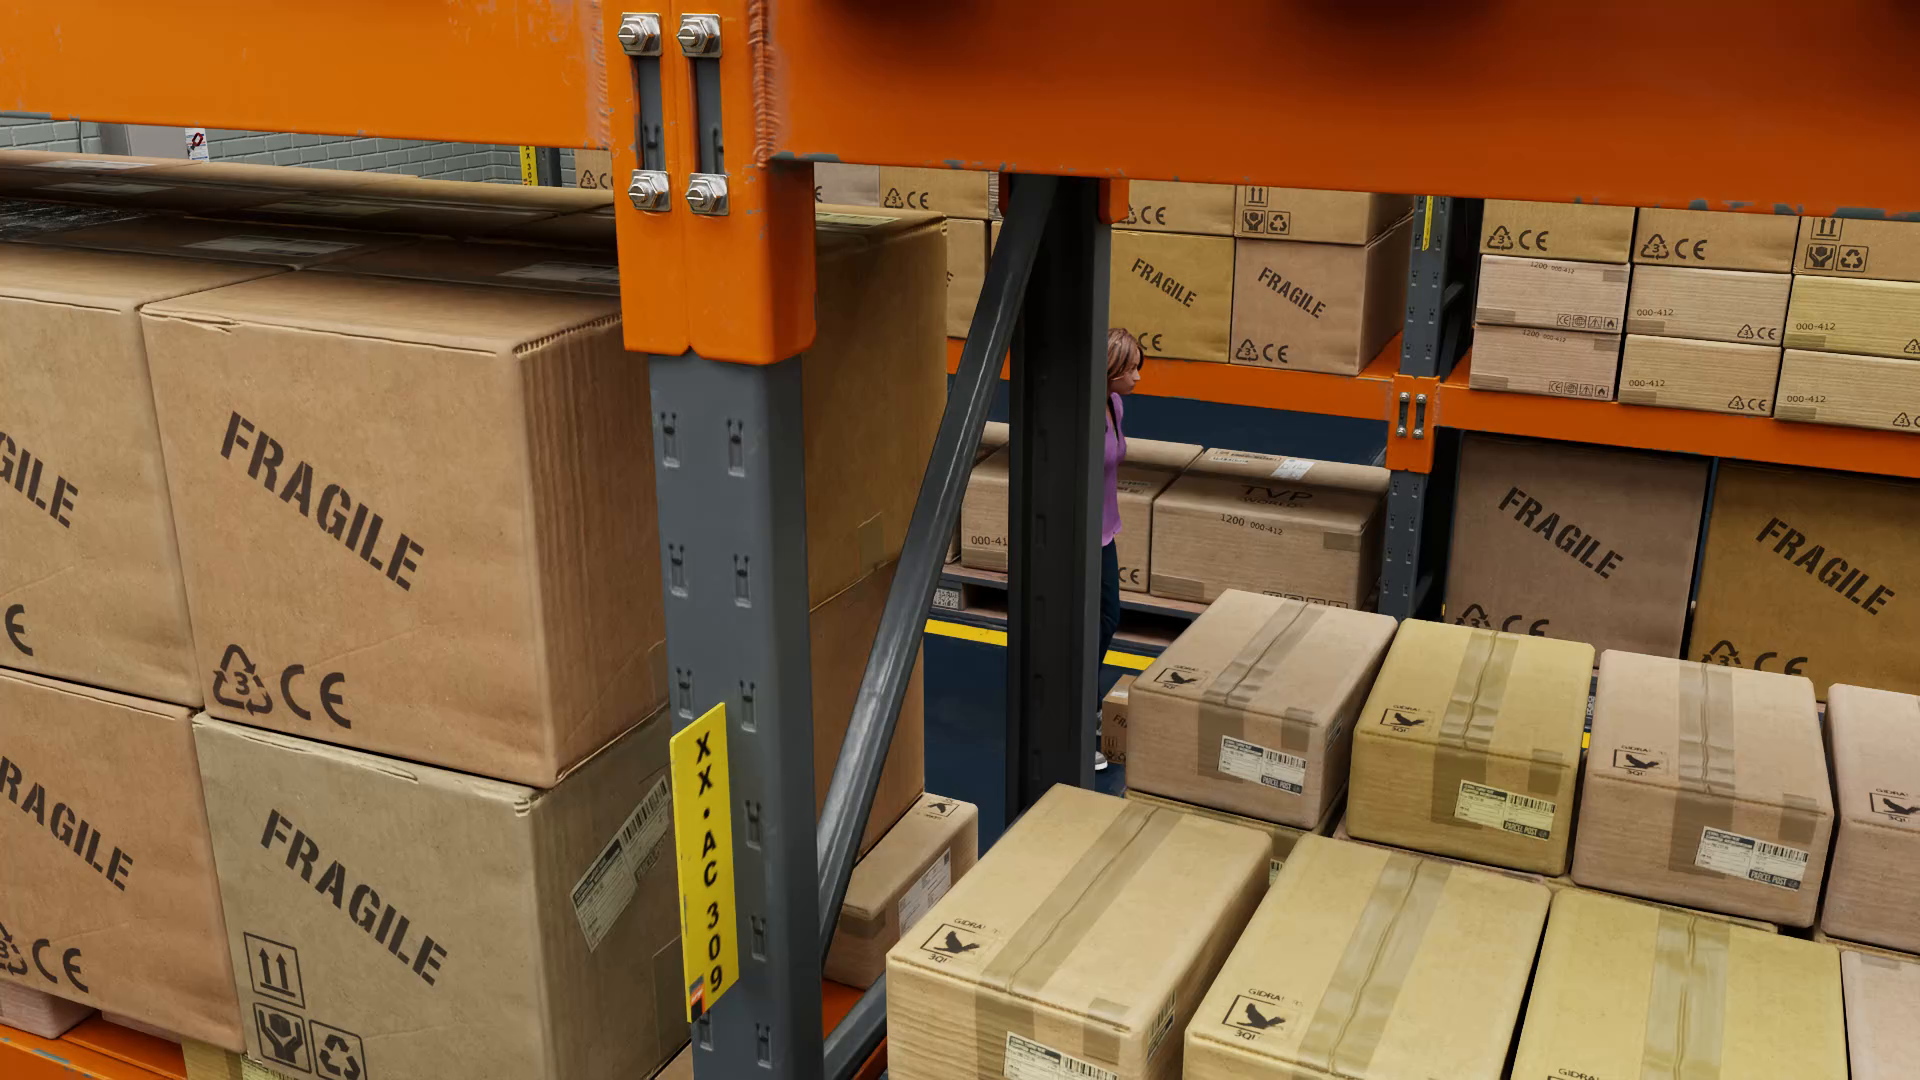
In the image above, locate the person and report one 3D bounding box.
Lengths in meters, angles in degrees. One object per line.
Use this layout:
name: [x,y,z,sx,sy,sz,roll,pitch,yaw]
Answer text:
person: [0.462,0.017,6.039,0.349,1.590,0.473,7,21,20]
